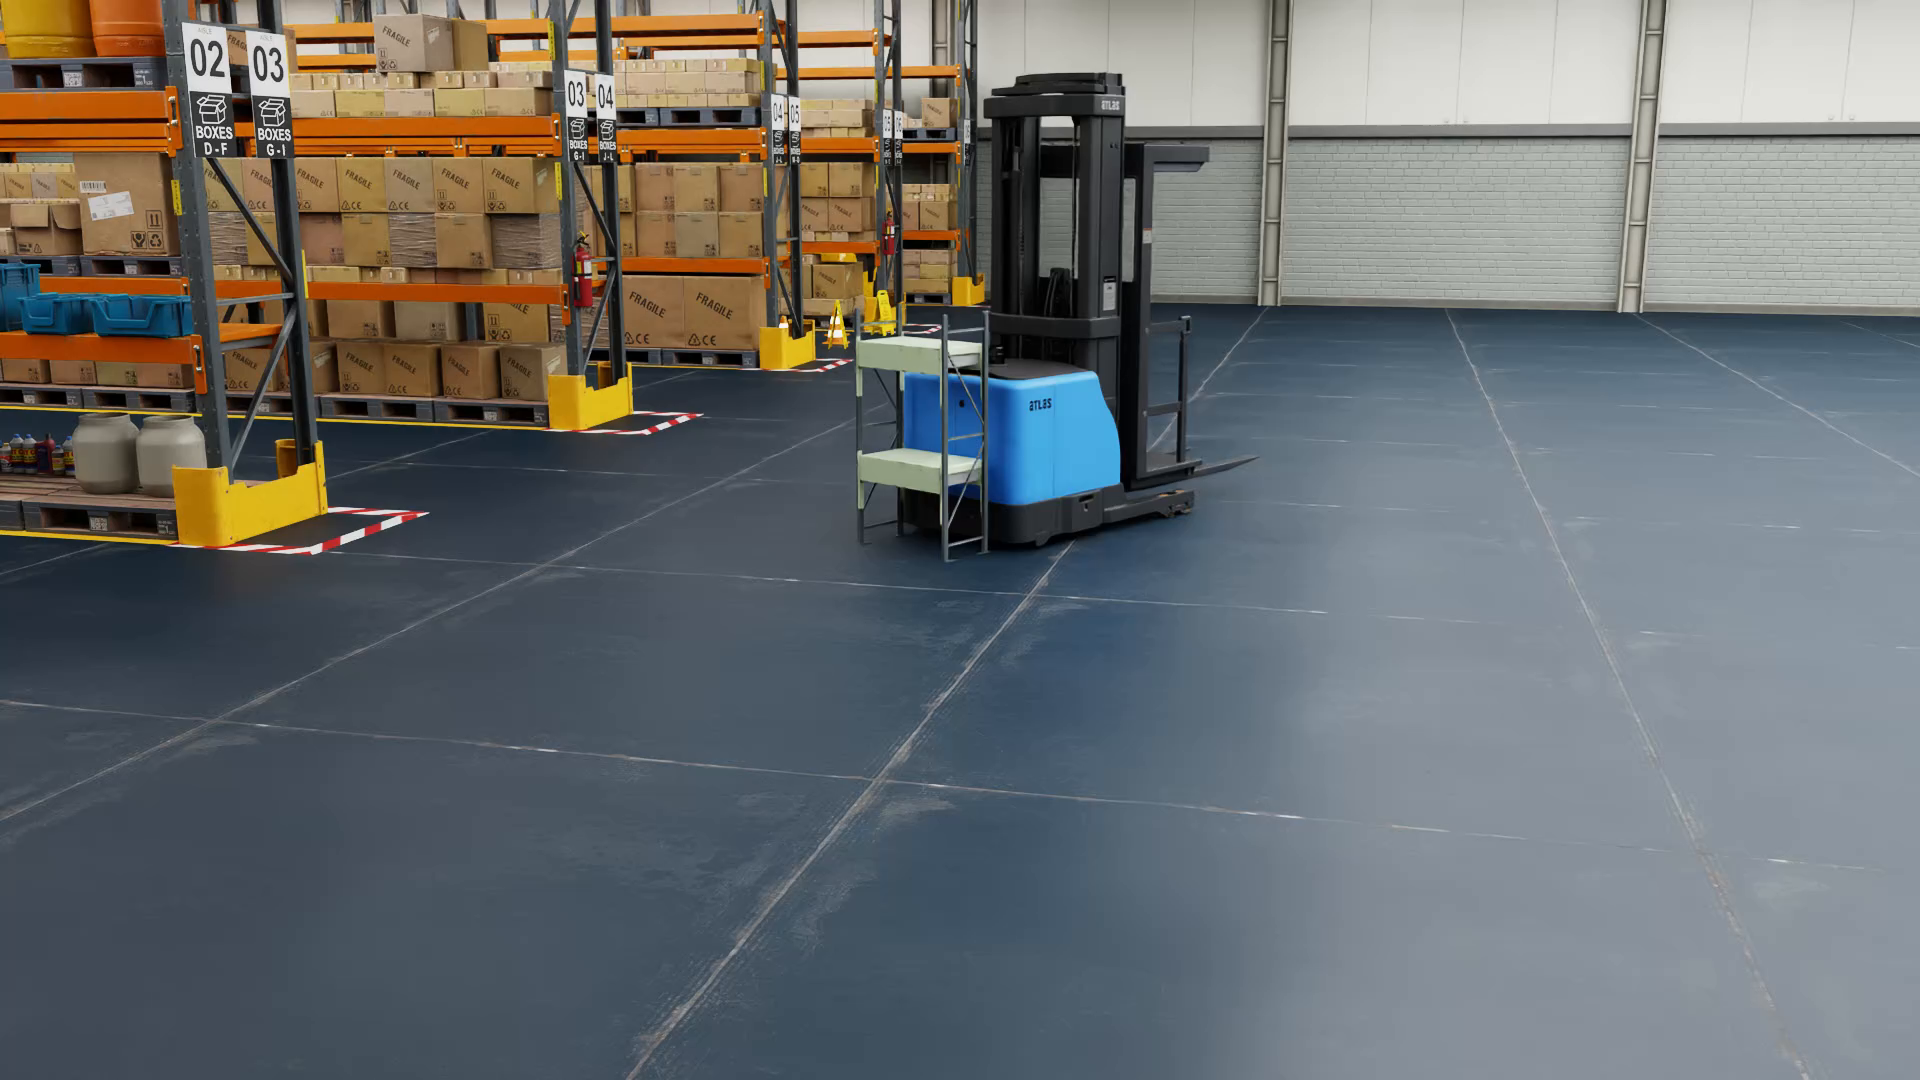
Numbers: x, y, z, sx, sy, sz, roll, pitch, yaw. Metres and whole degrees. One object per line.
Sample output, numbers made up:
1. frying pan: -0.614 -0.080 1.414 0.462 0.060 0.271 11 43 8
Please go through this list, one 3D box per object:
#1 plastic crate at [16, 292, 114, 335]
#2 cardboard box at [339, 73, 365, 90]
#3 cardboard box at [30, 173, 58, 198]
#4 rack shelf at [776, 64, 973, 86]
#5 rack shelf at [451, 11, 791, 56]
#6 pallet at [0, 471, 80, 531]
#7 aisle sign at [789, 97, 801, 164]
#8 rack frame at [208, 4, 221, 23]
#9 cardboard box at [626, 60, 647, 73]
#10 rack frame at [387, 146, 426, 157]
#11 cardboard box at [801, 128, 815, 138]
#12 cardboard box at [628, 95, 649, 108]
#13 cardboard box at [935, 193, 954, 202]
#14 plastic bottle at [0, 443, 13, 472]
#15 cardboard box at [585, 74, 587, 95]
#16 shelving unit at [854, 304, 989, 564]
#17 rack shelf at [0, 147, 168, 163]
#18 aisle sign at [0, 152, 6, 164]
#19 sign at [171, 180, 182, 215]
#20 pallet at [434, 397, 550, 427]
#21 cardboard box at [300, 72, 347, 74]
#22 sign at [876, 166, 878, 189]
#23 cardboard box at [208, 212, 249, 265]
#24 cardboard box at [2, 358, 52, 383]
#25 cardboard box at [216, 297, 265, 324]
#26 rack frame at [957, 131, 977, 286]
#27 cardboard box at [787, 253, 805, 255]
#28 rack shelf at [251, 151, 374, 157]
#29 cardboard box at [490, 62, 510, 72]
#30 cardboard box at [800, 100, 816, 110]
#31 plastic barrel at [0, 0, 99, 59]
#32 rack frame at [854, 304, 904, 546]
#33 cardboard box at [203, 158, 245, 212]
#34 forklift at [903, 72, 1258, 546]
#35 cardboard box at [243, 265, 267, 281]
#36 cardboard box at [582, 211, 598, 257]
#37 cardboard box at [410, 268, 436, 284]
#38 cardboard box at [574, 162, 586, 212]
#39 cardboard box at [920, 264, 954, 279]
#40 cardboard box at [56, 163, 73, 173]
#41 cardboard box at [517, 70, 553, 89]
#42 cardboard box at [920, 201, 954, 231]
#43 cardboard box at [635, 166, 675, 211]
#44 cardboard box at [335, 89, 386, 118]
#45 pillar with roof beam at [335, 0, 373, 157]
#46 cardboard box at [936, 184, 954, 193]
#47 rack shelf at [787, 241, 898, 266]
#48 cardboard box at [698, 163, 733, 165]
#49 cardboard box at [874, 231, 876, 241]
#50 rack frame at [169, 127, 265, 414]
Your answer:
1. plastic crate: -5.801 -1.481 10.825 0.408 0.251 0.499 3 13 14
2. cardboard box: -5.536 -4.243 15.431 0.250 0.149 0.380 3 13 15
3. cardboard box: -15.184 -5.913 27.920 0.500 0.500 0.500 3 13 13
4. rack shelf: -1.809 -8.211 29.551 4.000 0.370 1.077 3 13 14
5. rack shelf: -4.083 -6.121 20.130 4.000 0.370 1.077 3 13 14
6. pallet: -6.668 -0.295 11.576 1.213 0.211 1.003 3 13 14
7. aisle sign: -2.000 -4.963 20.177 0.004 0.787 0.394 3 13 14
8. rack frame: -9.908 -6.979 21.412 0.127 3.000 1.000 3 13 14
9. cardboard box: -3.784 -5.632 19.805 0.250 0.149 0.380 3 13 13
10. rack frame: -8.820 -5.096 26.777 0.127 3.000 1.000 3 13 14
11. cardboard box: -2.196 -6.036 24.670 0.250 0.149 0.380 3 13 14
12. cardboard box: -3.778 -5.242 19.891 0.250 0.149 0.380 3 13 14
13. cardboard box: -0.271 -6.049 29.346 0.250 0.149 0.380 3 13 14
14. plastic bottle: -6.826 -0.592 11.920 0.097 0.201 0.097 0 13 0
15. cardboard box: -4.637 -5.496 20.115 0.500 0.250 0.500 3 13 13
16. shelving unit: -0.240 -0.675 10.314 0.755 1.500 0.431 11 17 41
17. rack shelf: -14.645 -6.520 27.934 4.000 0.370 1.077 3 13 14
18. aisle sign: -16.583 -6.849 28.677 0.004 0.787 0.394 3 13 14
19. sign: -7.441 -3.253 15.796 0.005 0.325 0.100 3 13 14
20. pallet: -4.282 -1.289 16.056 1.213 0.211 1.003 3 13 14
21. cardboard box: -8.153 -5.785 21.528 0.500 0.500 0.500 3 13 14
22. sign: -1.206 -5.285 24.225 0.005 0.325 0.100 3 13 14
23. cardboard box: -6.889 -2.962 16.242 0.500 0.500 0.875 3 13 14
24. cardboard box: -9.446 -1.922 17.226 0.500 0.500 0.700 4 13 18
25. cardboard box: -9.338 -3.106 22.032 0.750 0.750 1.050 3 13 13
26. rack frame: 0.132 -5.725 29.611 0.127 3.000 1.000 3 13 14
27. cardboard box: -2.509 -4.232 25.031 0.250 0.149 0.380 3 13 14
28. rack shelf: -13.460 -7.564 32.639 4.000 0.370 1.077 3 13 14
29. cardboard box: -5.504 -5.724 20.220 0.250 0.149 0.380 3 13 13
30. cardboard box: -2.180 -6.422 24.568 0.250 0.149 0.380 3 13 14
31. plastic barrel: -5.751 -3.349 10.574 0.600 0.588 0.600 0 13 0
32. rack frame: -0.510 -0.729 10.555 0.023 1.500 0.400 11 17 41
33. cardboard box: -6.935 -3.410 15.951 0.500 0.500 0.500 3 13 14
34. forklift: 0.984 -1.648 11.396 1.130 2.935 3.031 11 17 41
35. cardboard box: -6.685 -2.584 16.037 0.250 0.149 0.380 3 13 14
36. cardboard box: -4.628 -3.822 20.690 0.550 0.550 0.875 3 13 14
37. cardboard box: -4.971 -2.507 15.688 0.250 0.149 0.380 3 13 14
38. cardboard box: -3.896 -3.365 15.748 0.500 0.500 0.500 3 13 14
39. cardboard box: -0.415 -4.791 29.627 0.500 0.250 0.500 3 13 13
40. cardboard box: -14.813 -6.199 27.711 0.250 0.149 0.380 3 13 12
41. cardboard box: -3.772 -4.131 14.930 0.250 0.149 0.380 3 13 14
42. cardboard box: -0.408 -5.744 29.467 0.500 0.500 0.500 3 13 12
43. cardboard box: -3.559 -4.329 20.482 0.550 0.550 0.875 3 13 14
44. cardboard box: -5.427 -4.038 15.431 0.500 0.250 0.500 3 13 13
45. pillar with roof beam: -13.010 -8.597 28.705 0.400 9.000 9.100 3 13 14
46. cardboard box: -0.266 -6.210 29.382 0.250 0.149 0.380 3 13 14
47. rack shelf: -2.995 -4.433 25.452 4.000 0.370 1.077 3 13 14
48. cardboard box: -3.590 -5.439 25.098 0.500 0.500 0.700 3 13 12
49. cardboard box: -1.333 -4.619 25.209 0.250 0.149 0.380 3 13 14
50. rack frame: -7.311 -2.804 16.448 0.127 3.000 1.000 3 13 14
